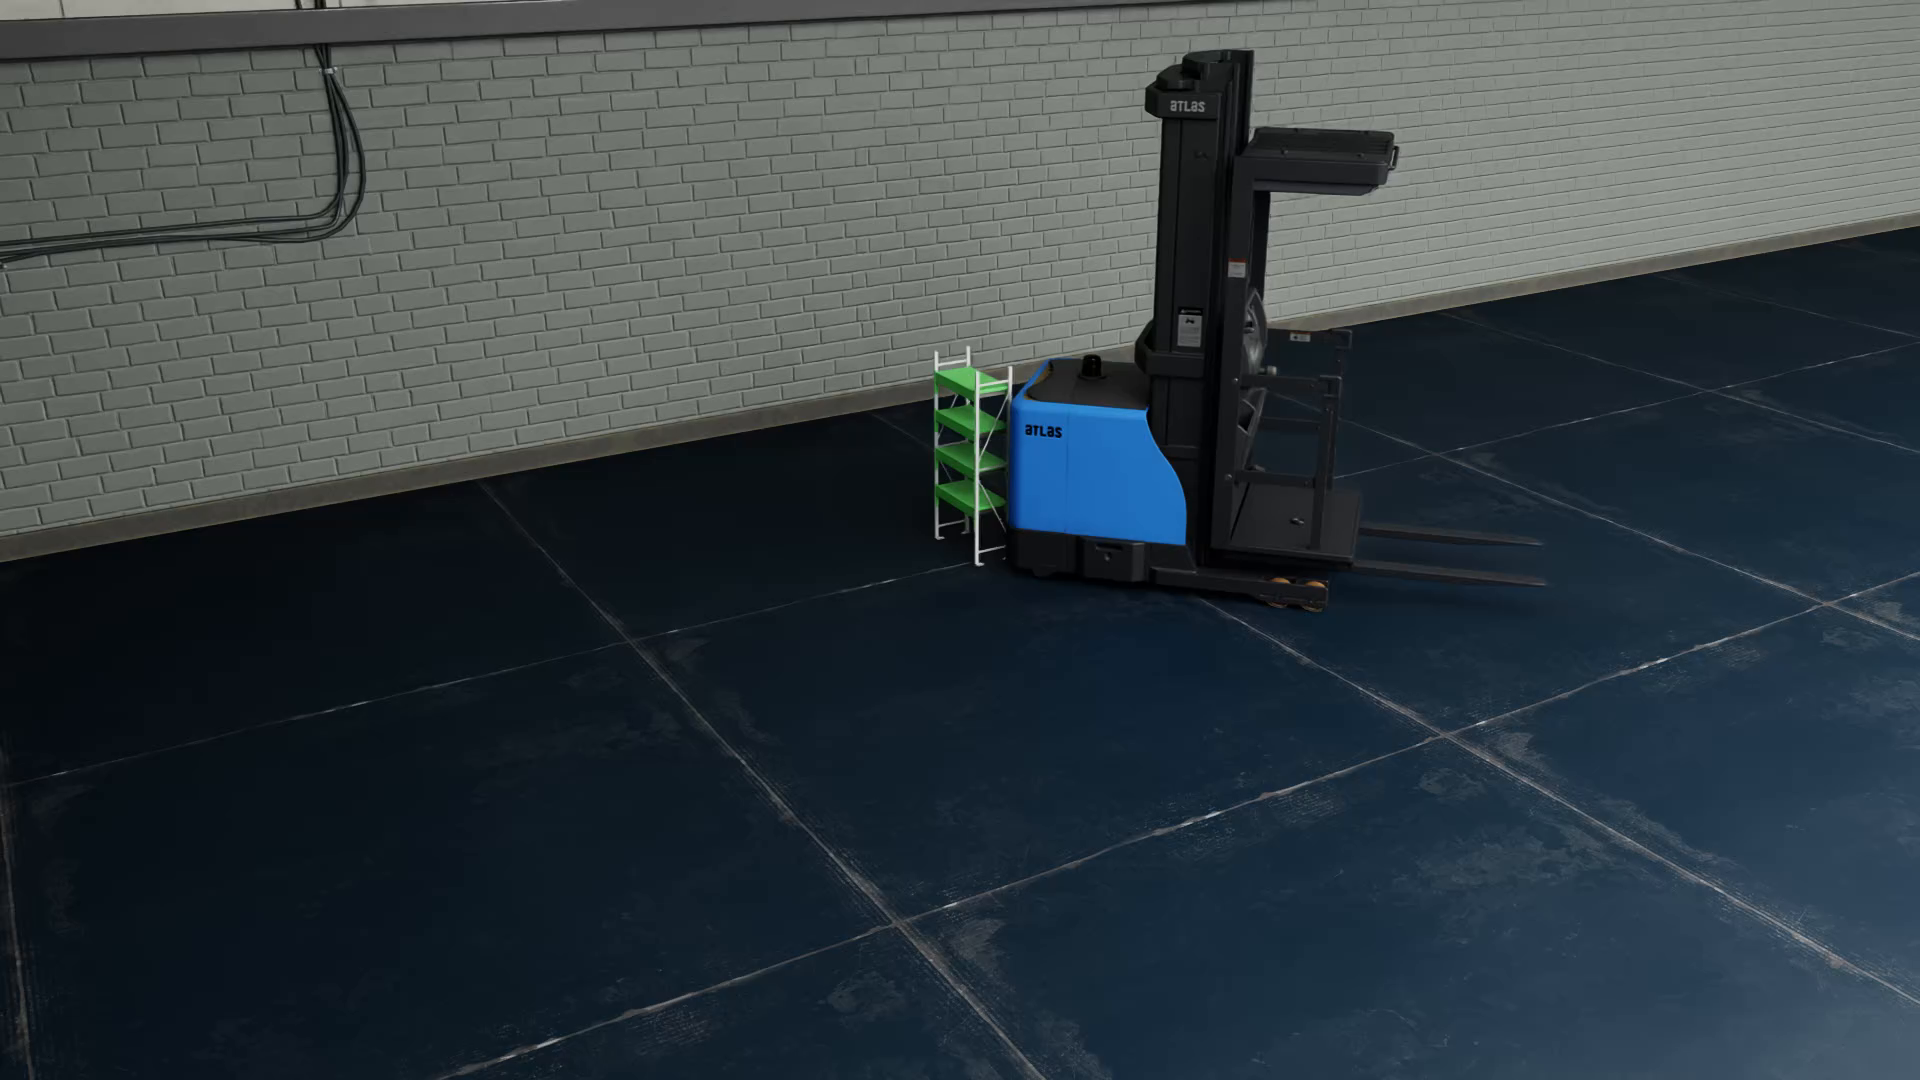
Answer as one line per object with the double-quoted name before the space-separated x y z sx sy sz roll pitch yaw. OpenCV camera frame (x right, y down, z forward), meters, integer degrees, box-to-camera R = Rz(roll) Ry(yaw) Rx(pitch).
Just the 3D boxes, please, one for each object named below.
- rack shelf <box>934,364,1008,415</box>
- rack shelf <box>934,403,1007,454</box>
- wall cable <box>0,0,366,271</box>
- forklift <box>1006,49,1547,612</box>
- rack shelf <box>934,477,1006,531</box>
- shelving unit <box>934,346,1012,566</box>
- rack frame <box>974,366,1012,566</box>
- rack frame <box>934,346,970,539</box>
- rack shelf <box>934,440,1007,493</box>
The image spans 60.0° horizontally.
"rack shelf" 0.072 -0.890 9.801 0.258 0.148 0.480 -12 25 -27
"rack shelf" 0.072 -0.667 9.892 0.258 0.148 0.480 -12 25 -27
"wall cable" -5.001 -2.753 9.259 3.097 2.526 0.112 -13 25 -28
"forklift" 1.845 -1.178 9.318 3.031 2.935 1.130 6 23 14
"rack shelf" 0.072 -0.223 10.073 0.258 0.148 0.480 -12 25 -27
"shelving unit" 0.072 -0.504 9.958 0.258 1.200 0.503 -12 25 -27
"rack frame" 0.193 -0.424 9.762 0.240 1.200 0.015 -12 25 -27
"rack frame" -0.049 -0.584 10.154 0.240 1.200 0.015 -12 25 -27
"rack shelf" 0.072 -0.445 9.982 0.258 0.148 0.480 -12 25 -27
